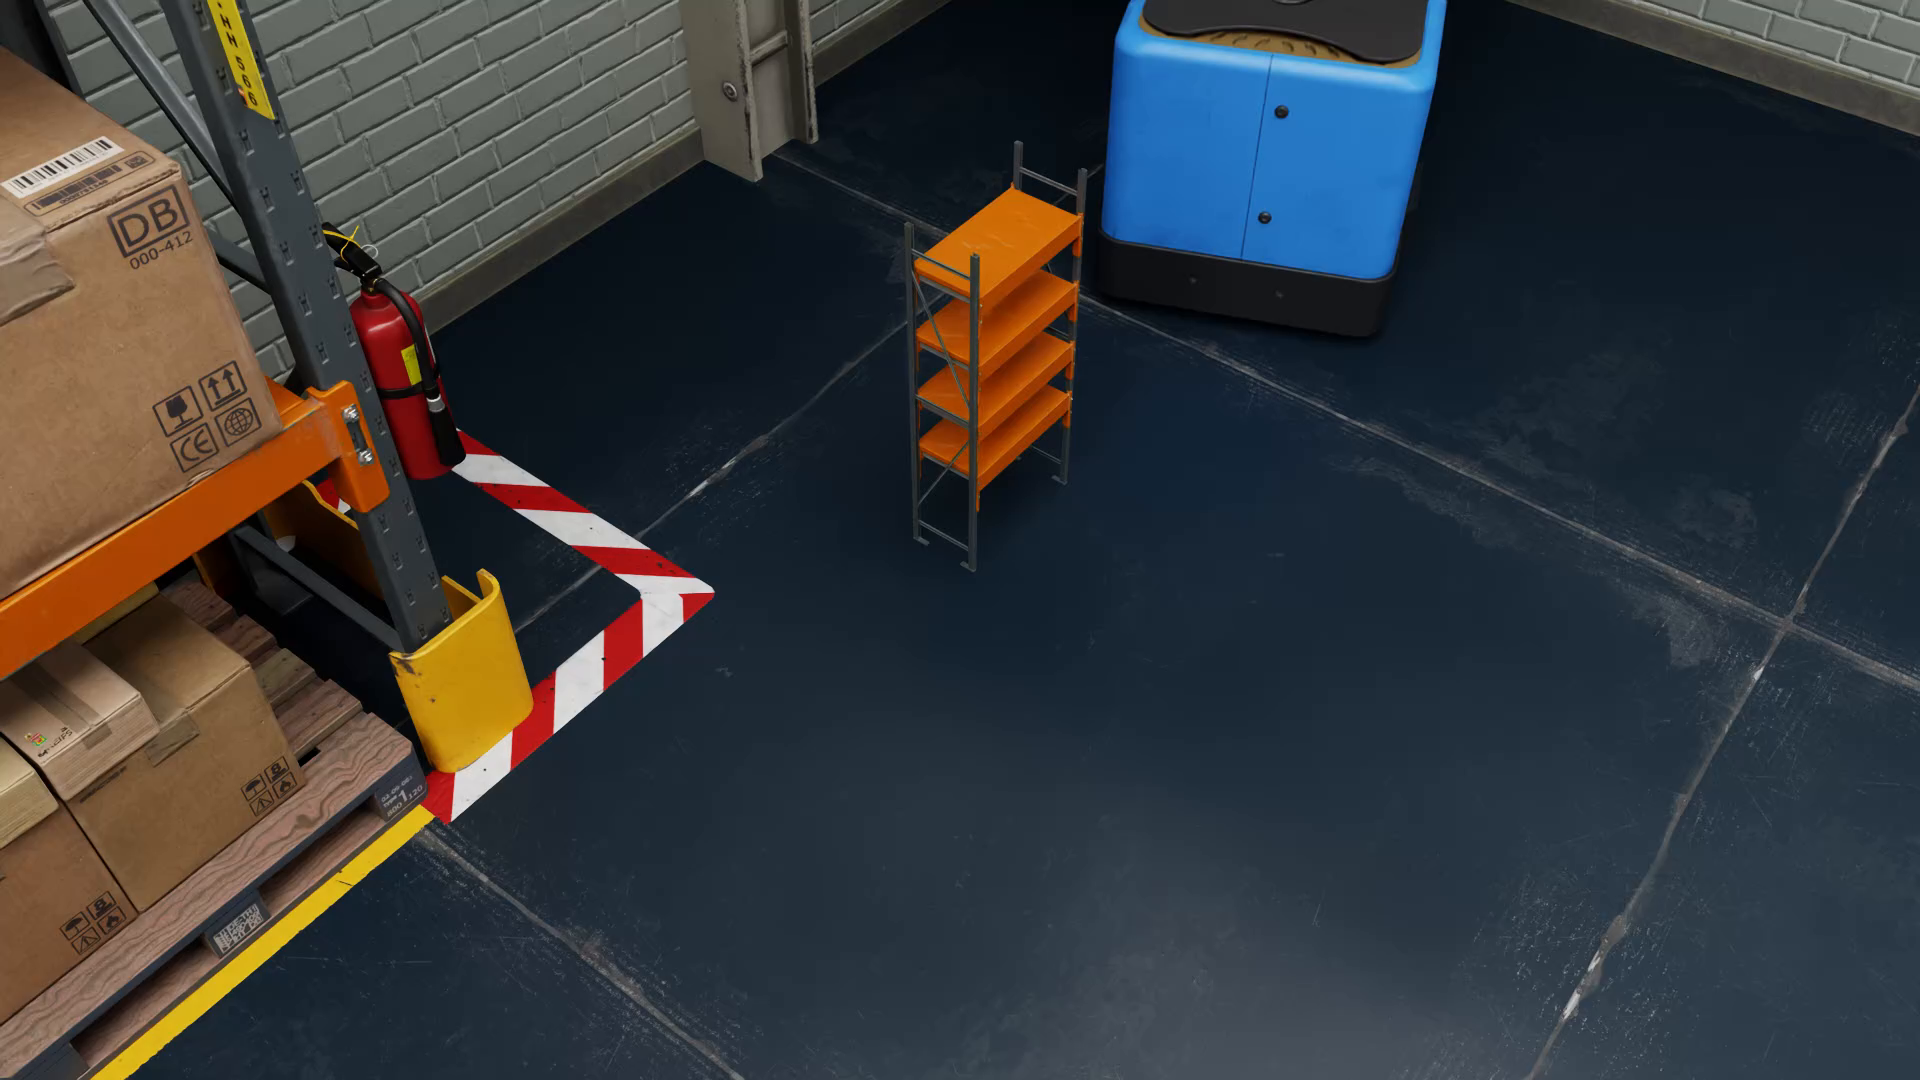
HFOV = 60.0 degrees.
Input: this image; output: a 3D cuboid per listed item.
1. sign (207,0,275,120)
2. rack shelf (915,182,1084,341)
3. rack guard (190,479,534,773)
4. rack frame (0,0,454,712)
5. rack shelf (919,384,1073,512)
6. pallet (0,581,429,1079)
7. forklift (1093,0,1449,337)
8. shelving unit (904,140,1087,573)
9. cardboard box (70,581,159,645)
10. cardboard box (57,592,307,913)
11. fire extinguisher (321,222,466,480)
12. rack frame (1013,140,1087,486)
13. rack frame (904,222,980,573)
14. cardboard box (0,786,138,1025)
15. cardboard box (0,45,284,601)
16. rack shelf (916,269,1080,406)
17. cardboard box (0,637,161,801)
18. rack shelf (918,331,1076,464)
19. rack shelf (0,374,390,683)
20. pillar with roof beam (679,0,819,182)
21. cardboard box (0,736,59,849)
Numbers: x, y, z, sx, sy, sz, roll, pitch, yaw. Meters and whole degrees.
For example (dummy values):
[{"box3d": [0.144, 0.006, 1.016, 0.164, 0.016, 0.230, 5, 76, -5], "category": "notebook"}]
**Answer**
[{"box3d": [-1.363, -0.944, 3.113, 0.100, 0.325, 0.005, 29, 53, 25], "category": "sign"}, {"box3d": [0.101, -0.781, 4.622, 0.258, 0.148, 0.480, 29, 53, 25], "category": "rack shelf"}, {"box3d": [-1.769, 0.139, 4.771, 1.175, 0.500, 0.348, 29, 53, 25], "category": "rack guard"}, {"box3d": [-1.784, -0.710, 3.854, 1.000, 3.000, 0.127, 29, 53, 25], "category": "rack frame"}, {"box3d": [0.101, -0.326, 5.099, 0.258, 0.148, 0.480, 29, 53, 25], "category": "rack shelf"}, {"box3d": [-2.211, 0.745, 4.393, 1.003, 0.211, 1.213, 29, 53, 25], "category": "pallet"}, {"box3d": [1.362, -2.813, 5.911, 1.130, 2.935, 3.031, 11, 47, 10], "category": "forklift"}, {"box3d": [0.101, -0.509, 4.907, 0.258, 1.200, 0.503, 29, 53, 25], "category": "shelving unit"}, {"box3d": [-2.215, 0.069, 4.100, 0.380, 0.149, 0.250, 30, 53, 25], "category": "cardboard box"}, {"box3d": [-2.133, 0.453, 4.181, 0.700, 0.500, 0.500, 29, 53, 25], "category": "cardboard box"}, {"box3d": [-1.327, -0.437, 3.905, 0.296, 0.674, 0.183, 29, 53, 25], "category": "fire extinguisher"}, {"box3d": [0.250, -0.649, 5.040, 0.240, 1.200, 0.015, 29, 53, 25], "category": "rack frame"}, {"box3d": [-0.048, -0.370, 4.773, 0.240, 1.200, 0.015, 29, 53, 25], "category": "rack frame"}, {"box3d": [-2.439, 0.739, 3.908, 0.700, 0.500, 0.500, 29, 53, 25], "category": "cardboard box"}, {"box3d": [-2.088, -0.518, 3.463, 0.980, 0.700, 0.700, 32, 54, 27], "category": "cardboard box"}, {"box3d": [0.101, -0.617, 4.794, 0.258, 0.148, 0.480, 29, 53, 25], "category": "rack shelf"}, {"box3d": [-2.067, 0.383, 3.800, 0.380, 0.149, 0.250, 29, 53, 25], "category": "cardboard box"}, {"box3d": [0.101, -0.463, 4.955, 0.258, 0.148, 0.480, 29, 53, 25], "category": "rack shelf"}, {"box3d": [-3.007, 0.682, 3.021, 1.077, 0.370, 4.000, 29, 53, 25], "category": "rack shelf"}, {"box3d": [2.589, -2.807, 1.708, 9.100, 9.000, 0.400, 29, 53, 25], "category": "pillar with roof beam"}, {"box3d": [-2.223, 0.529, 3.660, 0.380, 0.149, 0.250, 31, 54, 26], "category": "cardboard box"}]
